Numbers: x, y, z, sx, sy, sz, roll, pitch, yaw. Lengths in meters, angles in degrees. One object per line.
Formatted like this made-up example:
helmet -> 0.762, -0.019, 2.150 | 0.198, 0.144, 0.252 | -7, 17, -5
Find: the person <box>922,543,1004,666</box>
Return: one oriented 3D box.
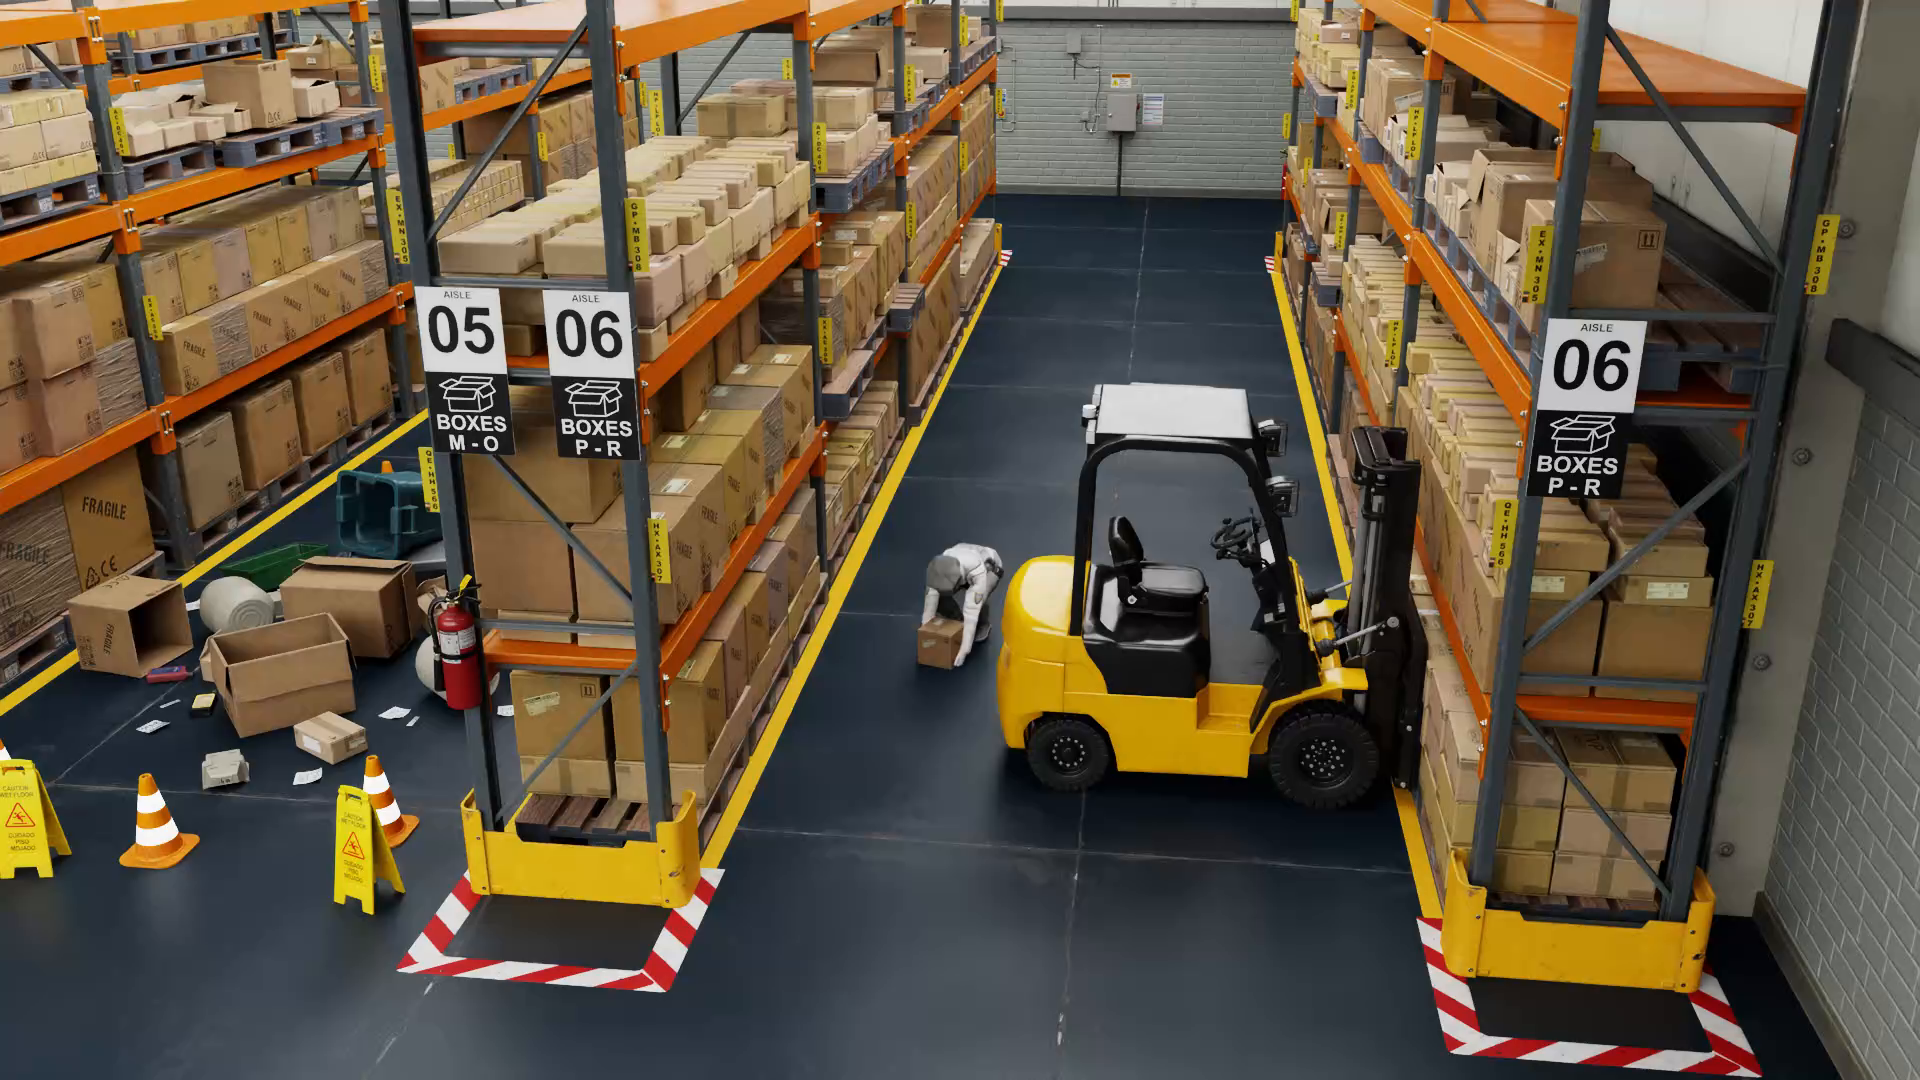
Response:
person -> 0.004, 0.370, 11.459 | 0.459, 0.802, 0.901 | 9, 23, 23
